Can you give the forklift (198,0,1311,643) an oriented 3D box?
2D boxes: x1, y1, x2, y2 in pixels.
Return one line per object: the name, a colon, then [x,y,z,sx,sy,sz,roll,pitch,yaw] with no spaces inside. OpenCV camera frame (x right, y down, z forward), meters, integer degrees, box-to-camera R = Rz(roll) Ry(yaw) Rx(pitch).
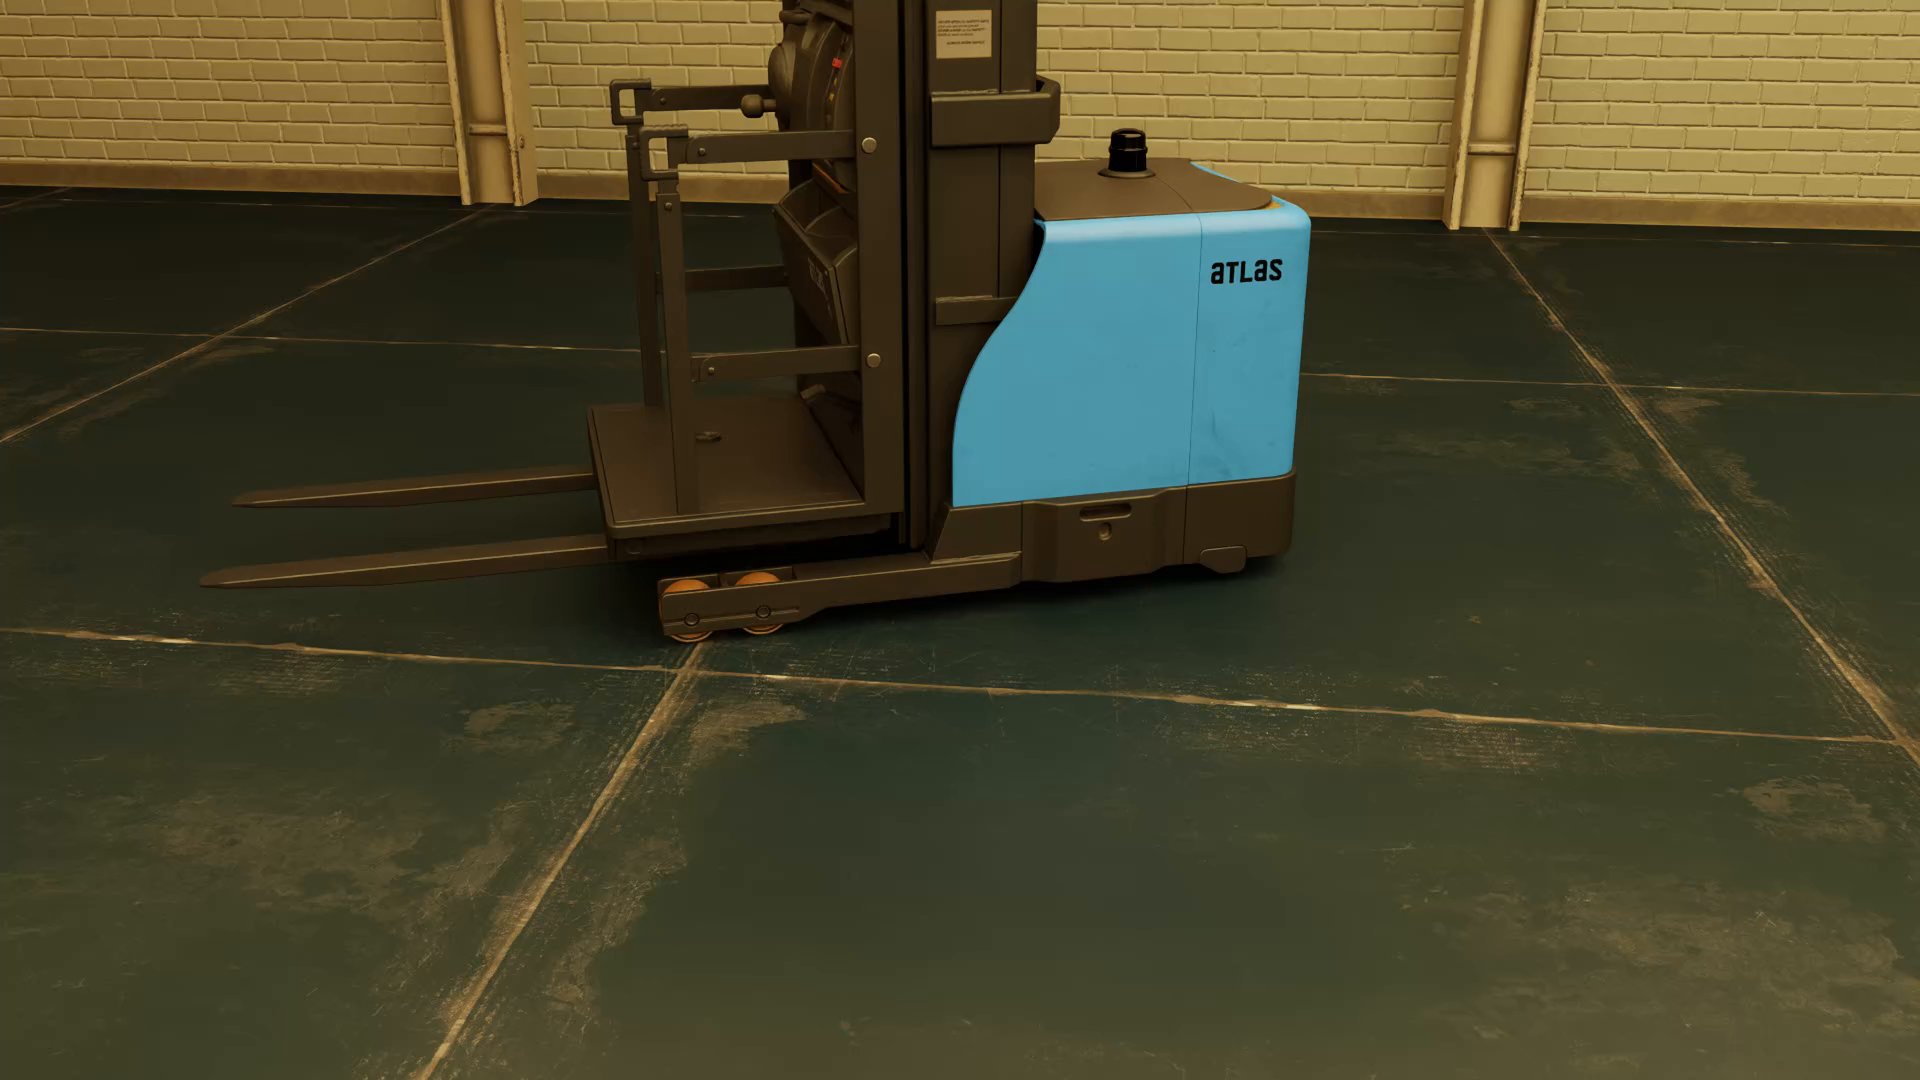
forklift: [-0.588,-1.301,4.485,3.031,2.935,1.130,-6,23,-14]
